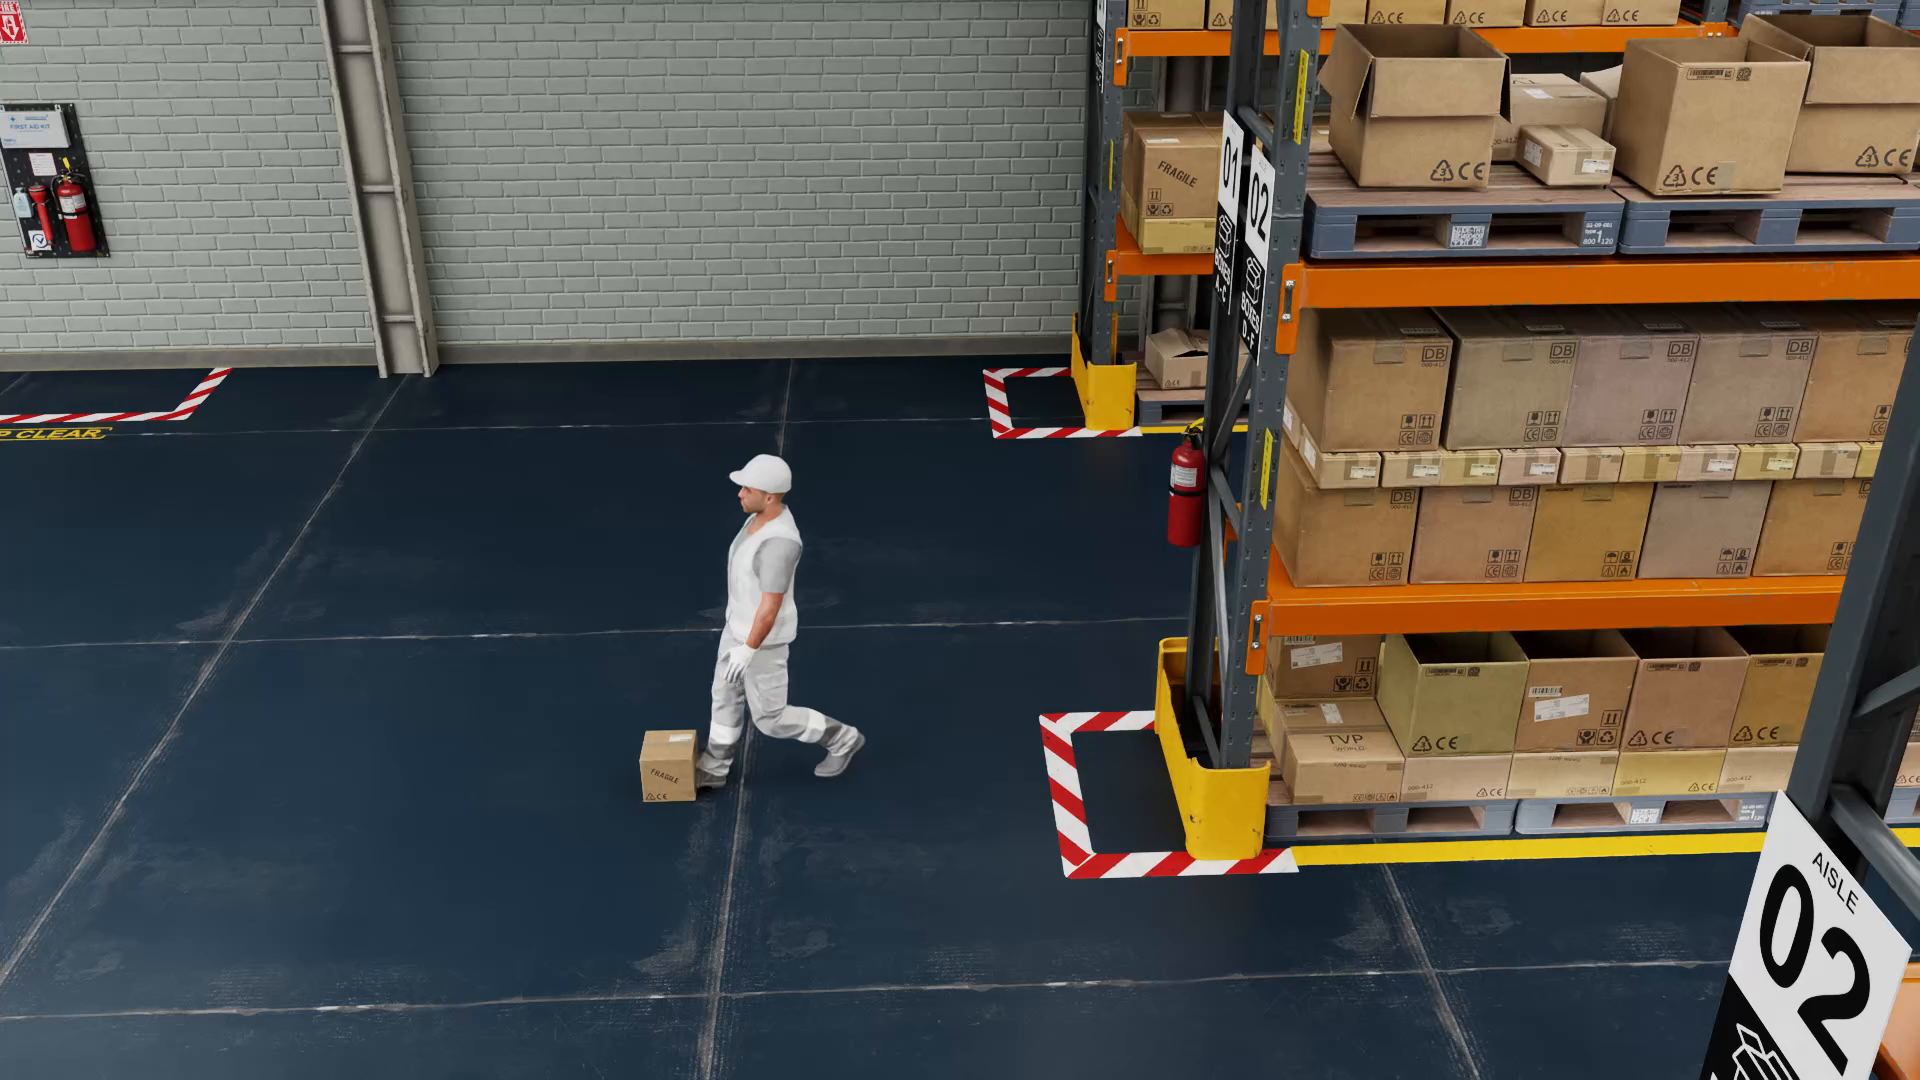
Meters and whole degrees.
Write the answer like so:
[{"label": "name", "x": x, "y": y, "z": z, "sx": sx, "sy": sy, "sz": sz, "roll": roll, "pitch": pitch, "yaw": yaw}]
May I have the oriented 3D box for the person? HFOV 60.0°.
[{"label": "person", "x": -0.952, "y": 0.430, "z": 7.799, "sx": 0.959, "sy": 1.762, "sz": 0.539, "roll": -9, "pitch": 29, "yaw": -17}]
